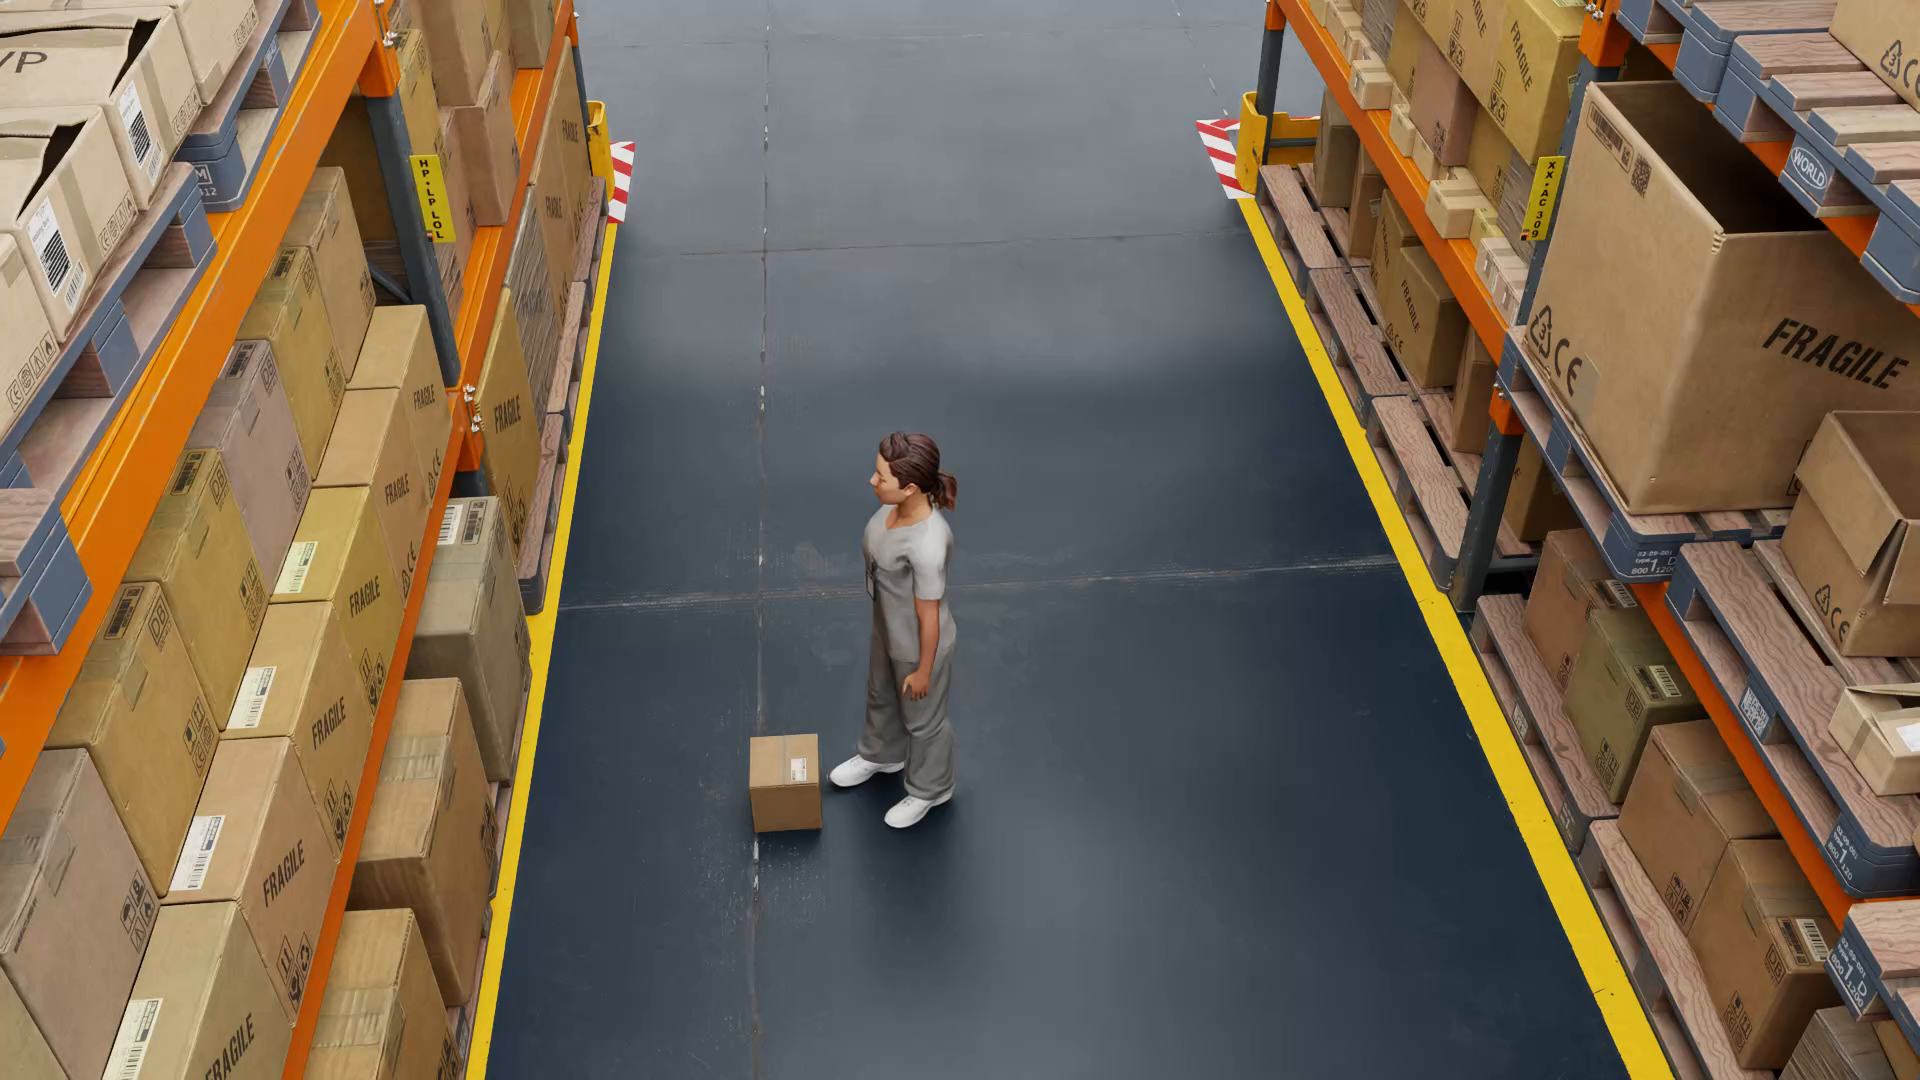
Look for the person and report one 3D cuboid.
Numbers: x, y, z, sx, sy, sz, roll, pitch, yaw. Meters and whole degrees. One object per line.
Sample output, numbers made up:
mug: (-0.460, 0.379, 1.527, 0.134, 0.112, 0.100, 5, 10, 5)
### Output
person: (-0.225, 0.332, 5.740, 0.465, 1.672, 0.486, -12, 41, -14)
